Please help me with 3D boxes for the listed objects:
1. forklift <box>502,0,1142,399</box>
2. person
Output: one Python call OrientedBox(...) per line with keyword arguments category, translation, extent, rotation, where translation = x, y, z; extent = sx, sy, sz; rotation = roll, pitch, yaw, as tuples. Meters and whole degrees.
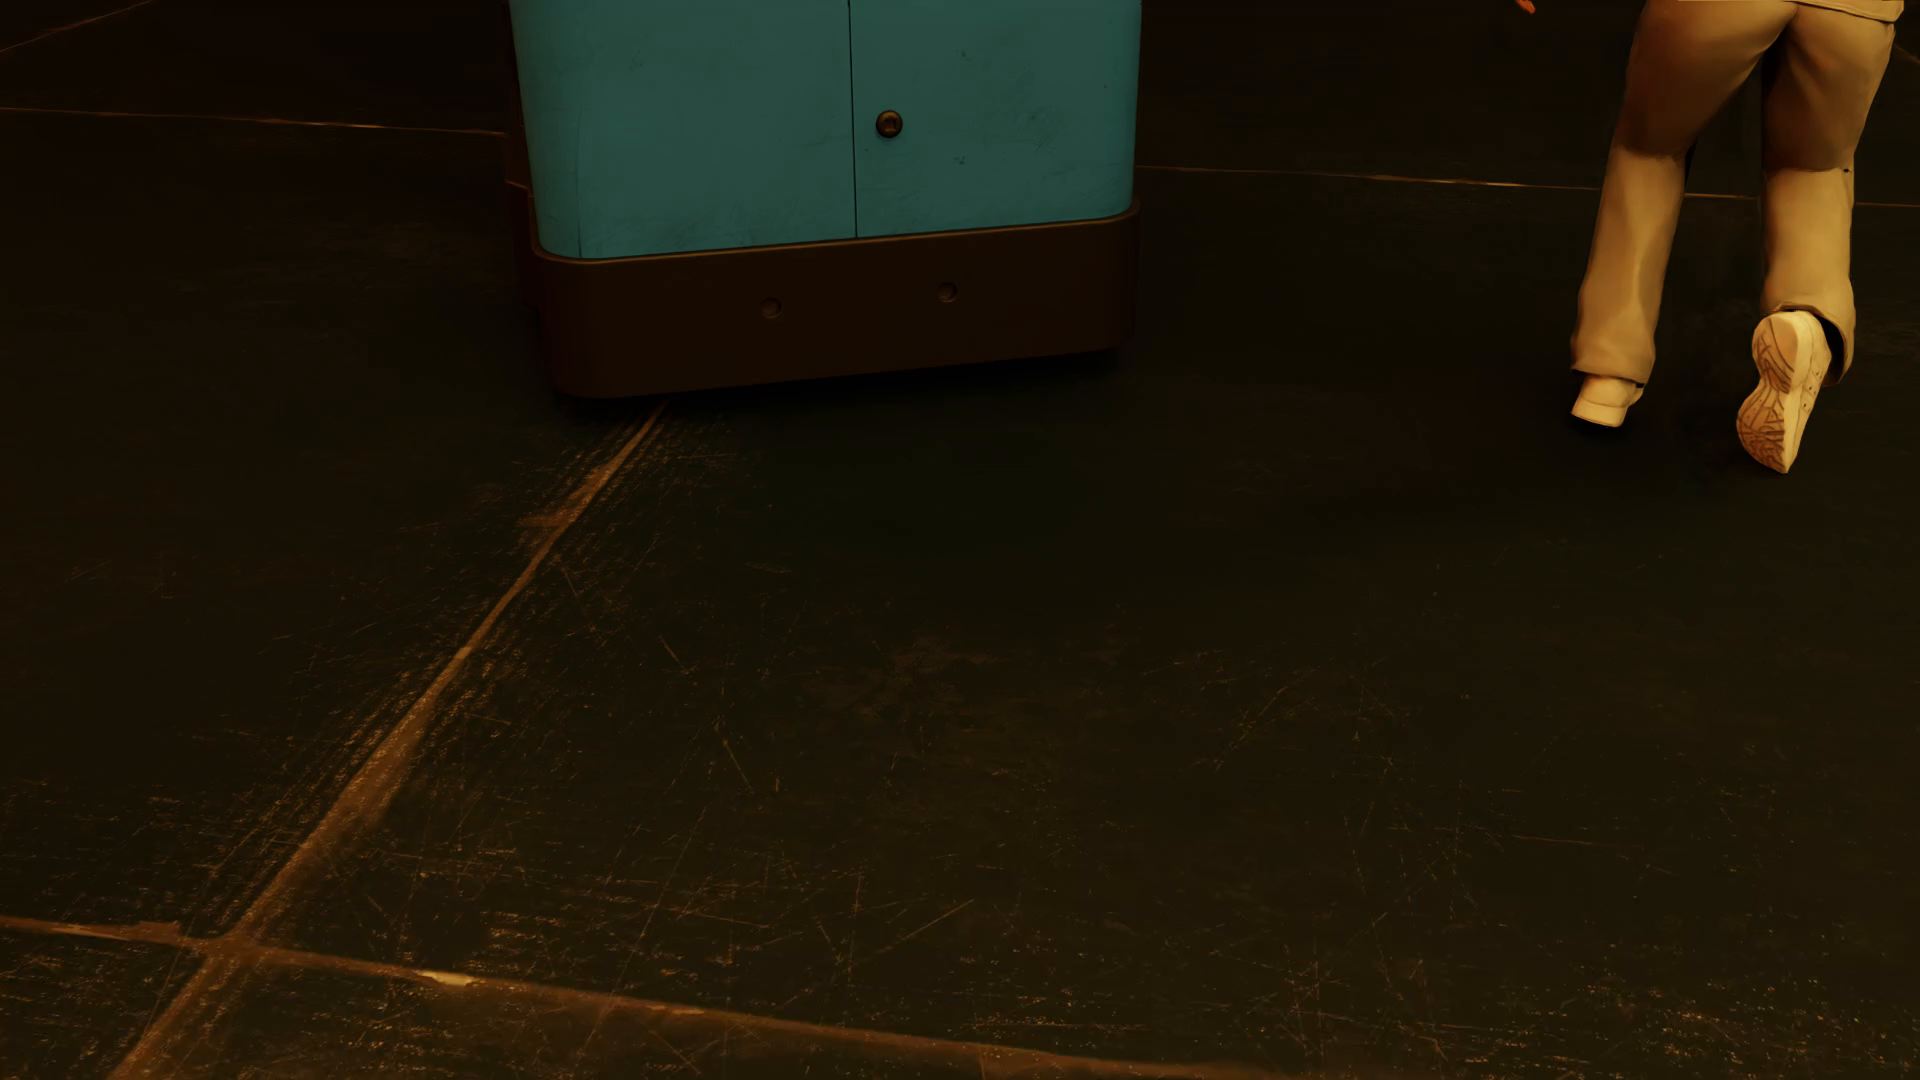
OrientedBox(category="forklift", translation=(-0.534, -2.216, 3.474), extent=(1.130, 2.935, 3.031), rotation=(-7, 30, -12))
OrientedBox(category="person", translation=(1.271, -0.855, 2.534), extent=(0.806, 1.483, 0.570), rotation=(4, 29, 7))
